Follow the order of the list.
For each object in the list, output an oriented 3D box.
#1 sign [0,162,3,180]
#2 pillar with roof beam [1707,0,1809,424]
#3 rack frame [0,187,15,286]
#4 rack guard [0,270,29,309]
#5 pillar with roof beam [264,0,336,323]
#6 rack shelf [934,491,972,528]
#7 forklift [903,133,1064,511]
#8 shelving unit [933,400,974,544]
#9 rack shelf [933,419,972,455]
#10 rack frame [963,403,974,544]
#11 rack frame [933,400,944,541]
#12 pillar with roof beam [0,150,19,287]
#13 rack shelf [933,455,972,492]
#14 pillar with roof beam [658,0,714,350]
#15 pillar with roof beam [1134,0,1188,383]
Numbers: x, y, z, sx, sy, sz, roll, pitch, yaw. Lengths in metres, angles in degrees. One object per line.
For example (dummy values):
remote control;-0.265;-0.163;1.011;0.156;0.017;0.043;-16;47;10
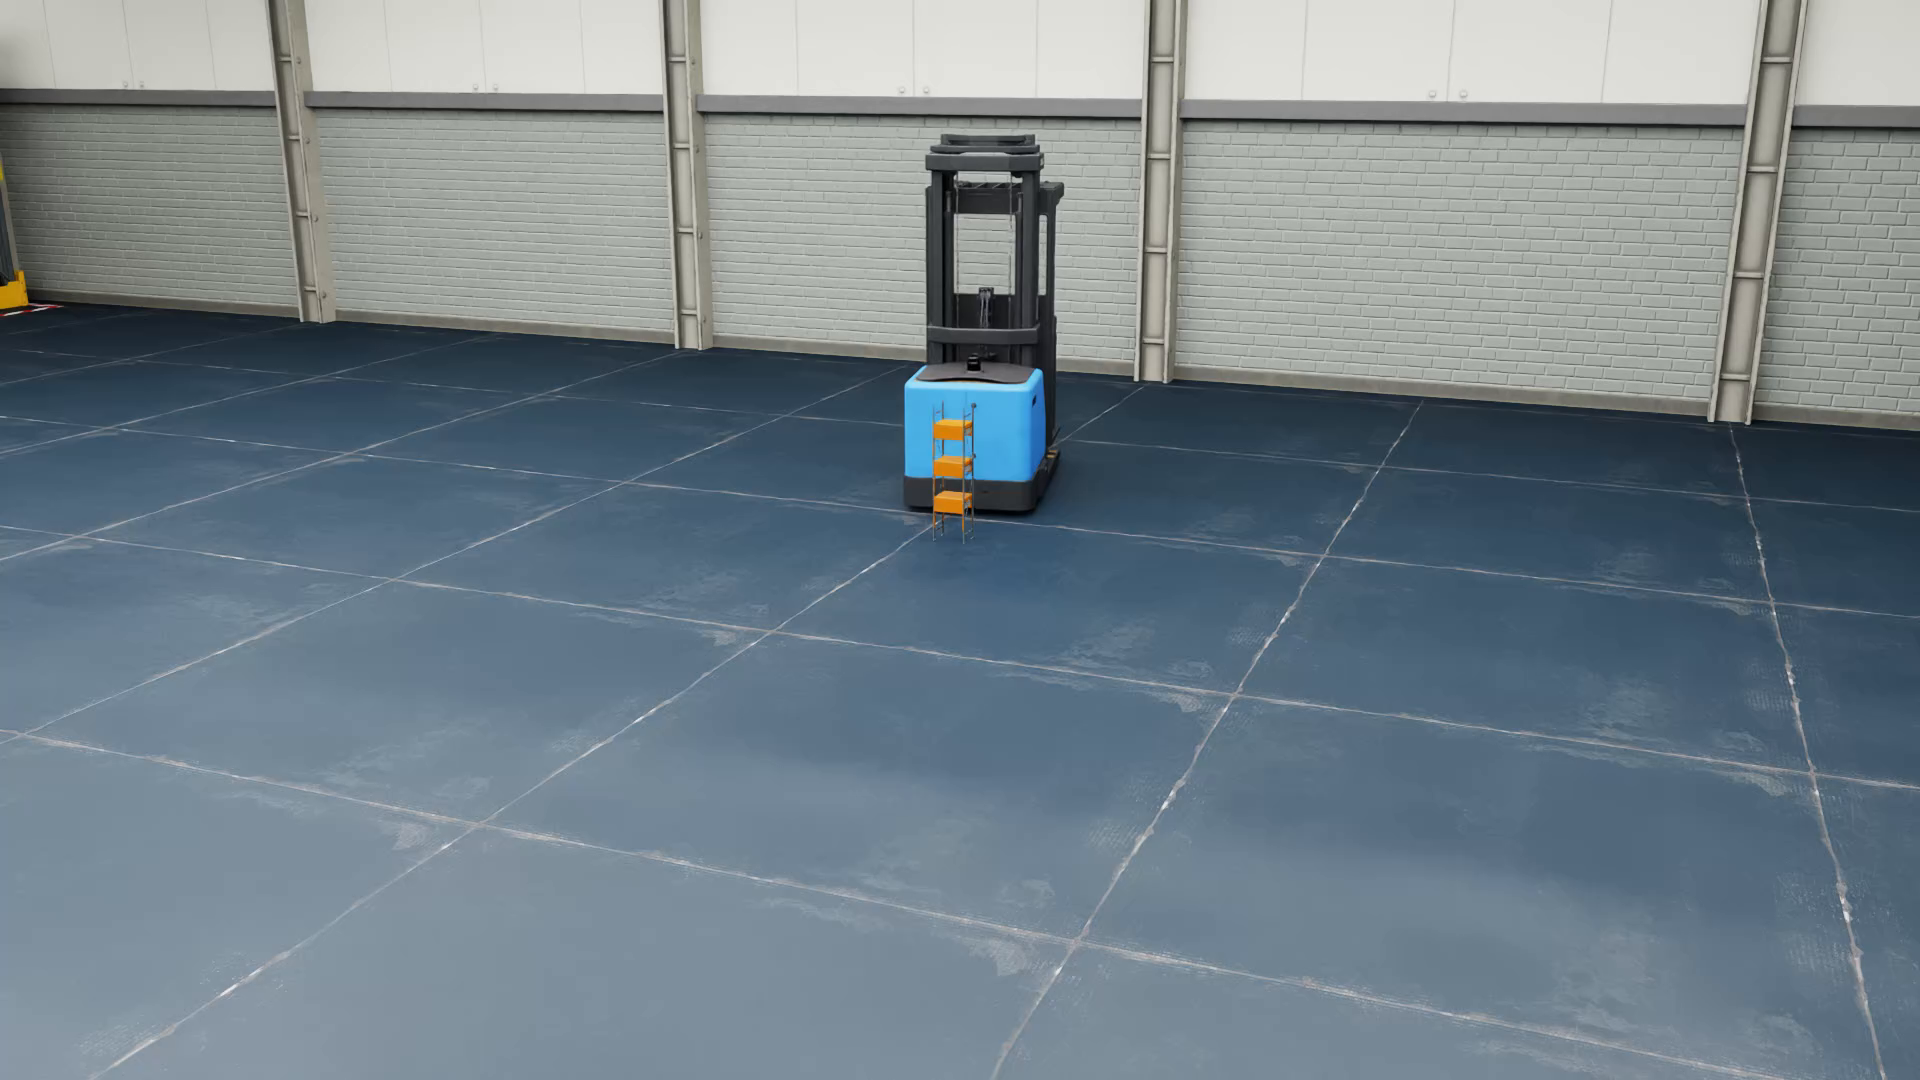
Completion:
sign;-14.003;-5.405;24.215;0.005;0.325;0.100;6;17;21
pillar with roof beam;6.217;-4.422;11.765;0.400;9.000;9.100;6;17;21
rack frame;-14.212;-4.807;23.853;0.127;3.000;1.000;6;17;21
rack guard;-14.190;-3.605;24.193;0.348;0.500;1.175;6;17;21
pillar with roof beam;-10.527;-6.263;18.107;0.400;9.000;9.100;6;17;21
rack shelf;-0.050;-0.233;12.627;0.240;0.259;0.215;6;17;21
forklift;0.296;-2.005;14.324;1.130;2.935;3.031;3;16;9
shelving unit;-0.050;-0.510;12.546;0.252;1.050;0.215;6;17;21
rack shelf;-0.050;-0.772;12.470;0.240;0.259;0.215;6;17;21
rack frame;0.064;-0.497;12.503;0.008;1.050;0.200;6;17;21
rack frame;-0.163;-0.522;12.589;0.008;1.050;0.200;6;17;21
pillar with roof beam;-16.109;-6.877;20.221;0.400;9.000;9.100;6;17;21
rack shelf;-0.050;-0.499;12.549;0.240;0.259;0.215;6;17;21
pillar with roof beam;-4.946;-5.649;15.993;0.400;9.000;9.100;6;17;21
pillar with roof beam;0.636;-5.036;13.879;0.400;9.000;9.100;6;17;21
